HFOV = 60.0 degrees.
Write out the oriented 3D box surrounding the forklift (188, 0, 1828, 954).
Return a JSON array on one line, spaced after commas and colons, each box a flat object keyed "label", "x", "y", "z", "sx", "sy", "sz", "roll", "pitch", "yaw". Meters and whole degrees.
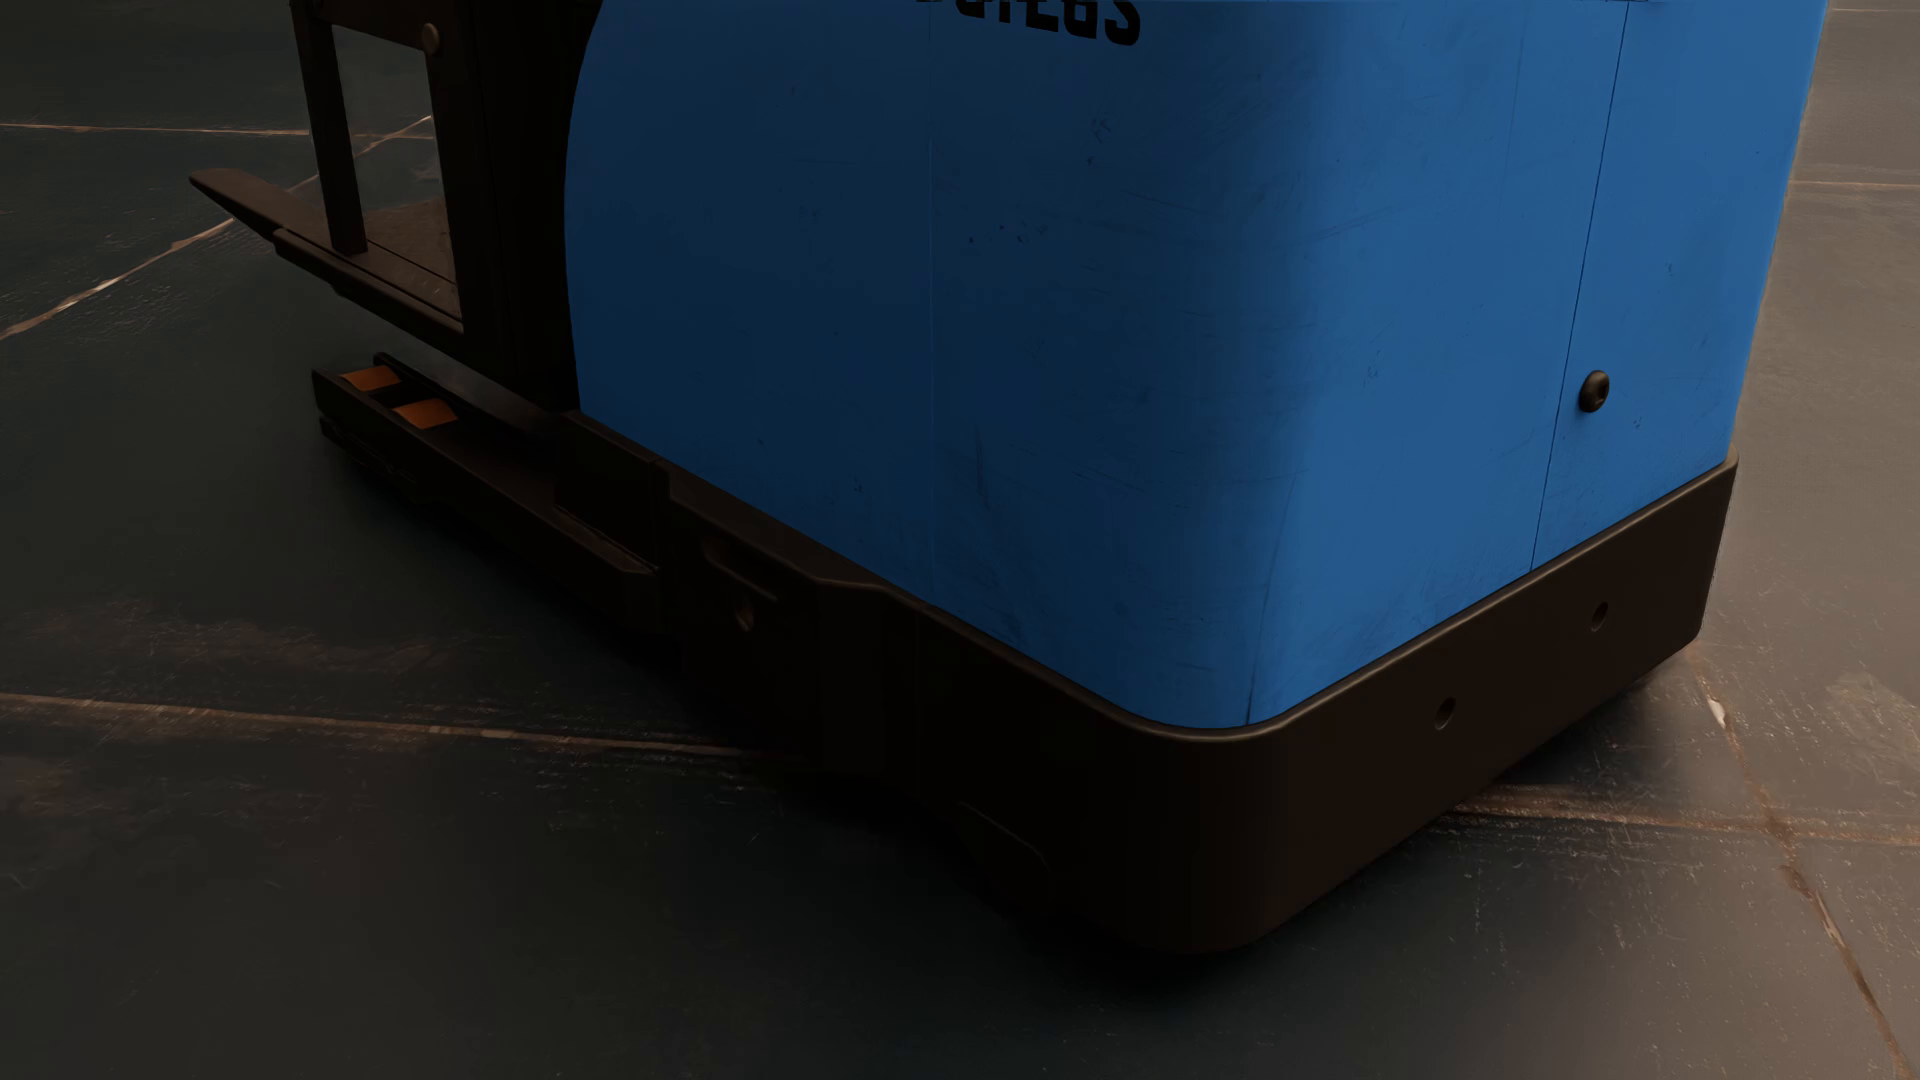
[{"label": "forklift", "x": -0.406, "y": -1.499, "z": 2.221, "sx": 1.130, "sy": 2.935, "sz": 3.031, "roll": -22, "pitch": 34, "yaw": -37}]
